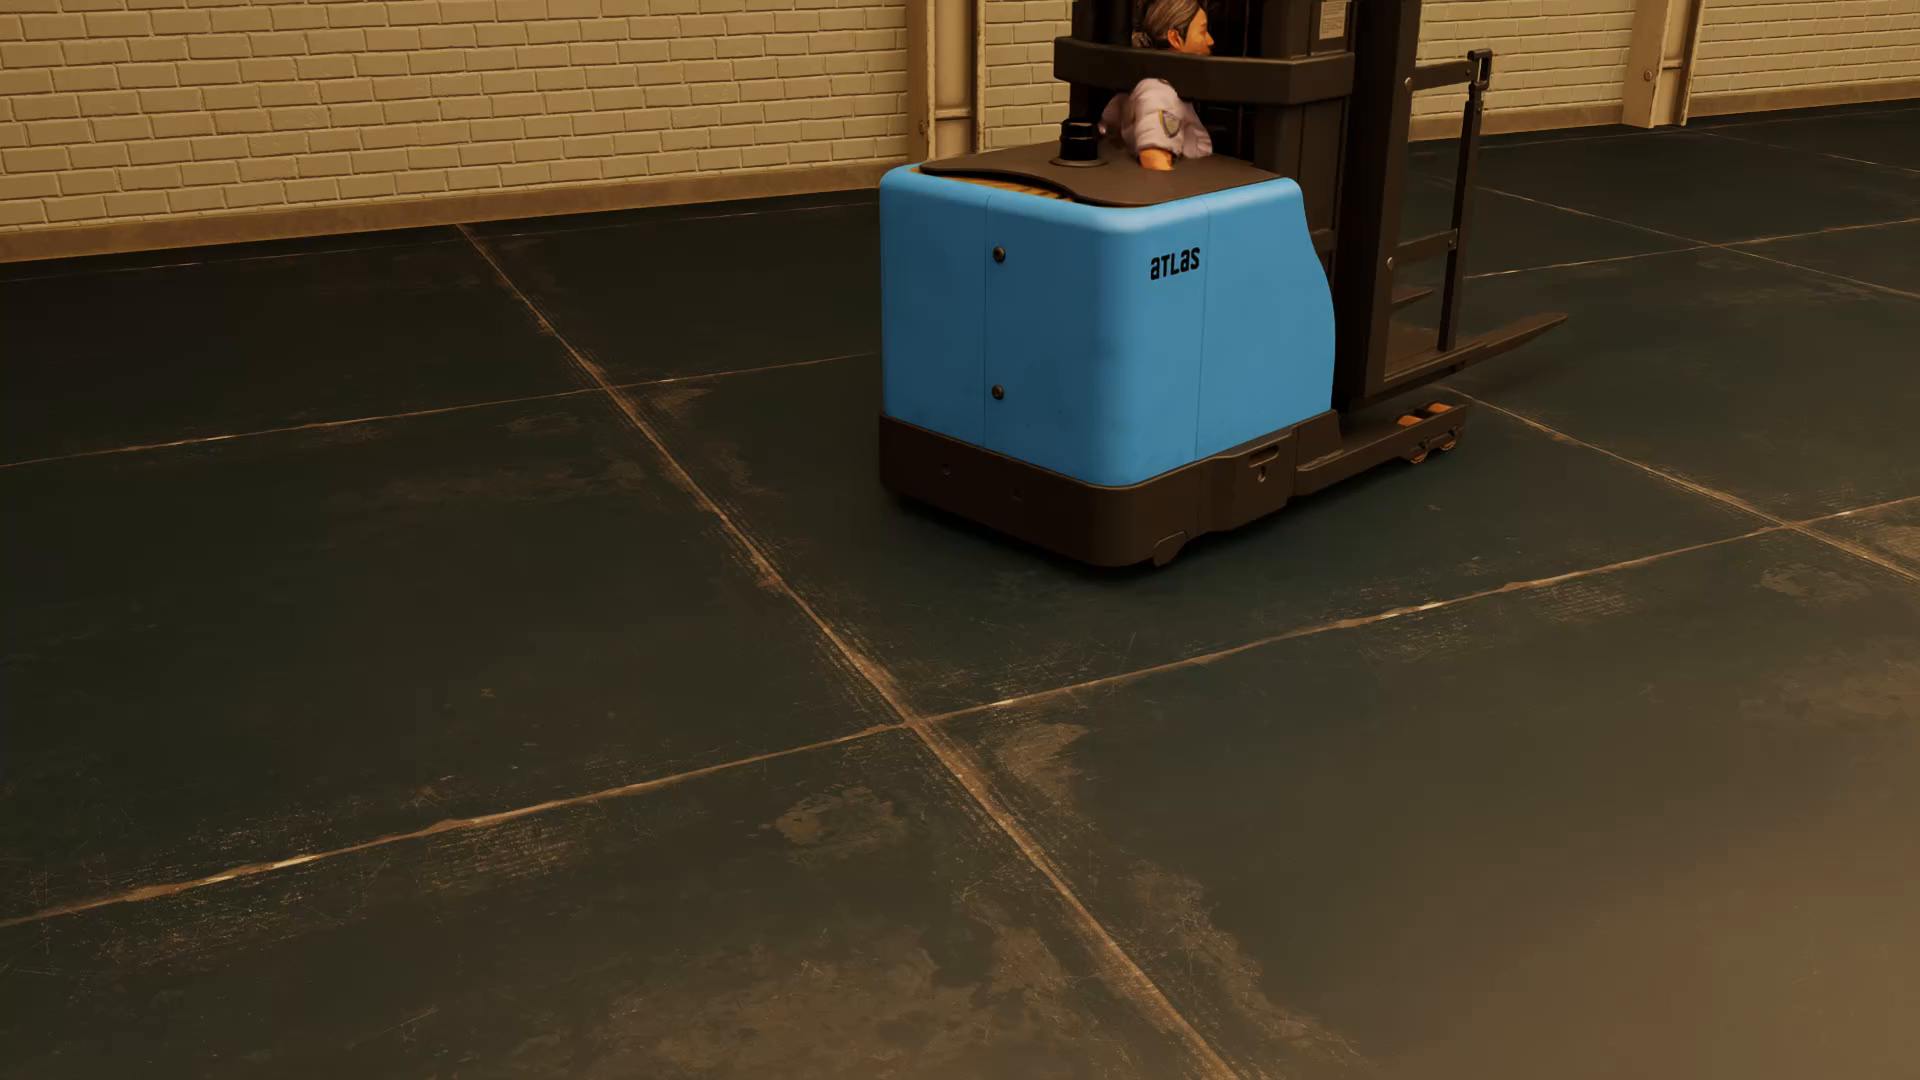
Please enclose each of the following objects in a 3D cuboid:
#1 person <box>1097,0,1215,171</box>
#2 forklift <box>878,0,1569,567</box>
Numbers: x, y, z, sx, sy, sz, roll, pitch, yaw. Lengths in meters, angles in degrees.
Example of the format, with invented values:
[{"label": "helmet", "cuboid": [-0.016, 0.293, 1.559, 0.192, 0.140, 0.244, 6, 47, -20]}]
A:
[{"label": "person", "cuboid": [0.854, -0.944, 5.278, 0.837, 1.510, 0.847, 0, 23, 0]}, {"label": "forklift", "cuboid": [1.145, -1.742, 5.479, 3.031, 2.935, 1.130, -21, 30, -40]}]
